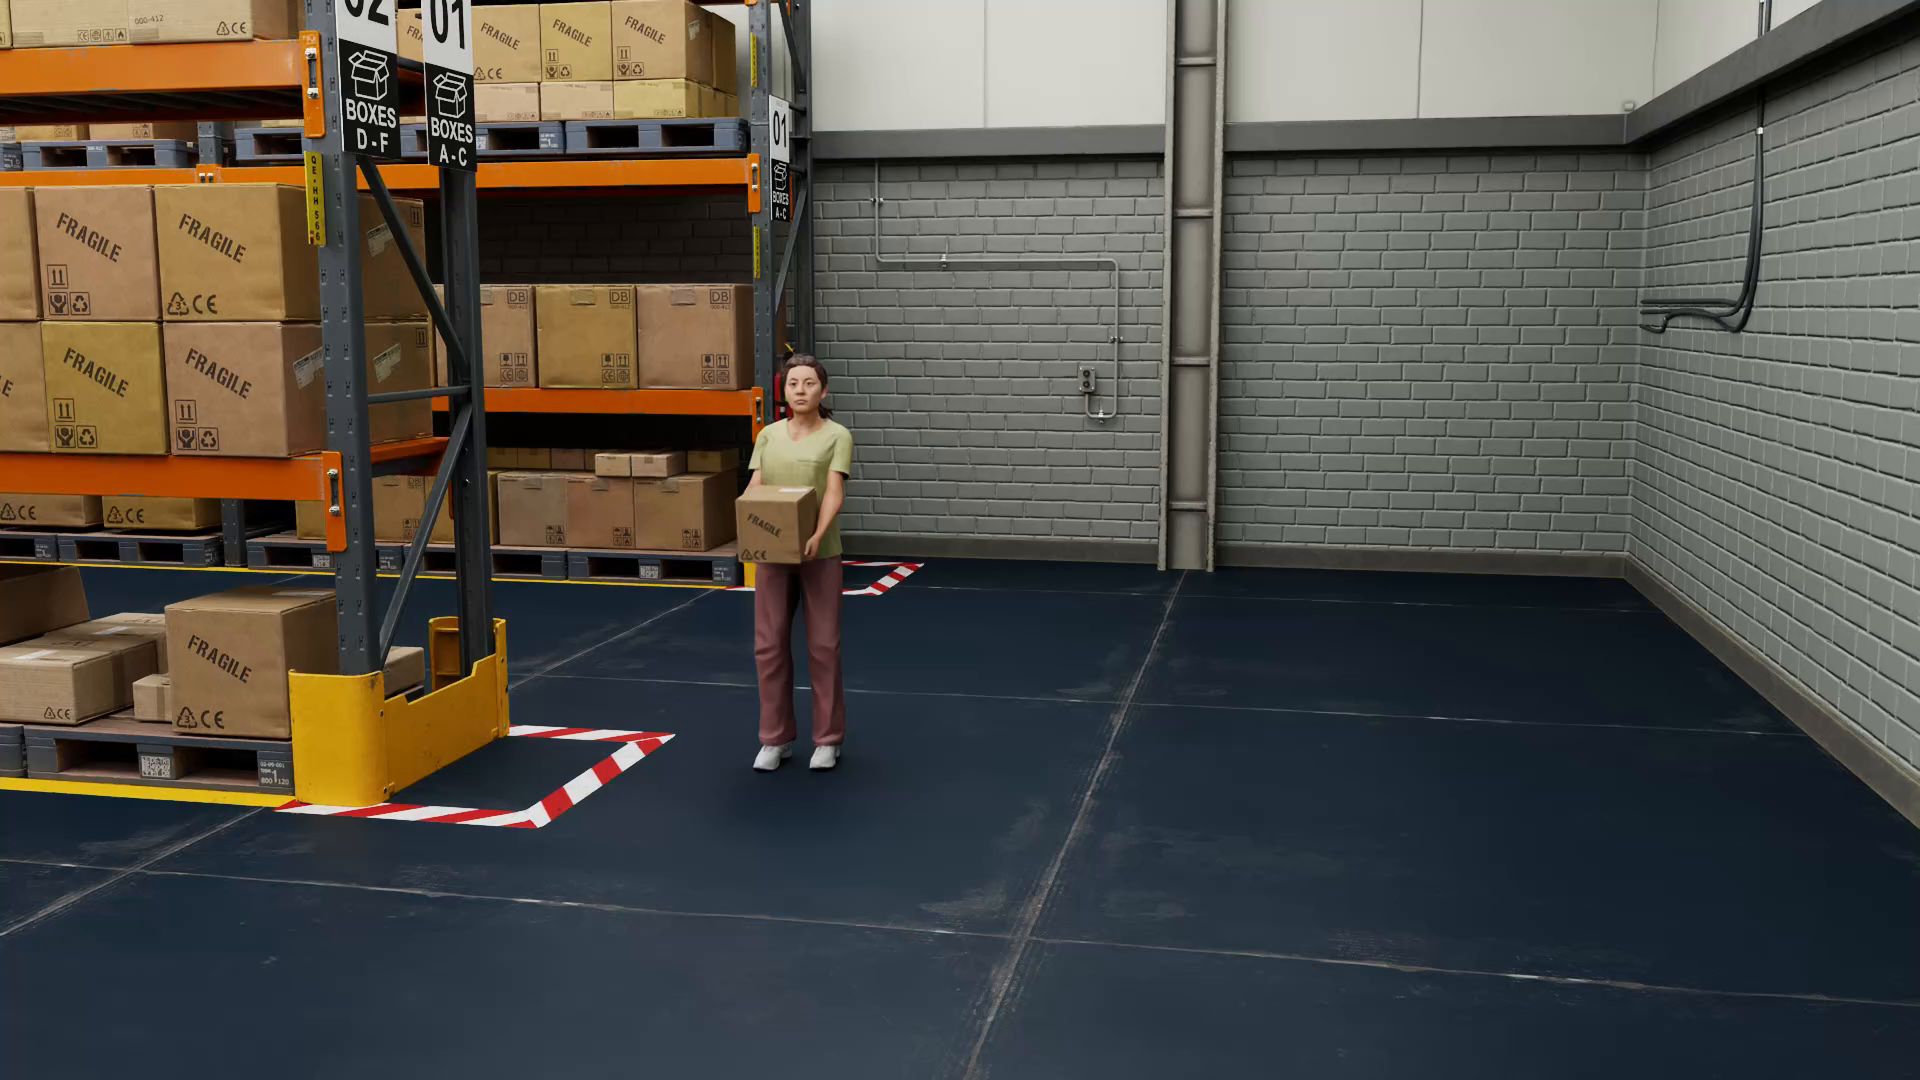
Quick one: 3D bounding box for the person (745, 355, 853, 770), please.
[{"bbox_3d":[-0.663,0.094,6.706,0.426,1.665,0.549,2,8,12],"label":"person"}]
